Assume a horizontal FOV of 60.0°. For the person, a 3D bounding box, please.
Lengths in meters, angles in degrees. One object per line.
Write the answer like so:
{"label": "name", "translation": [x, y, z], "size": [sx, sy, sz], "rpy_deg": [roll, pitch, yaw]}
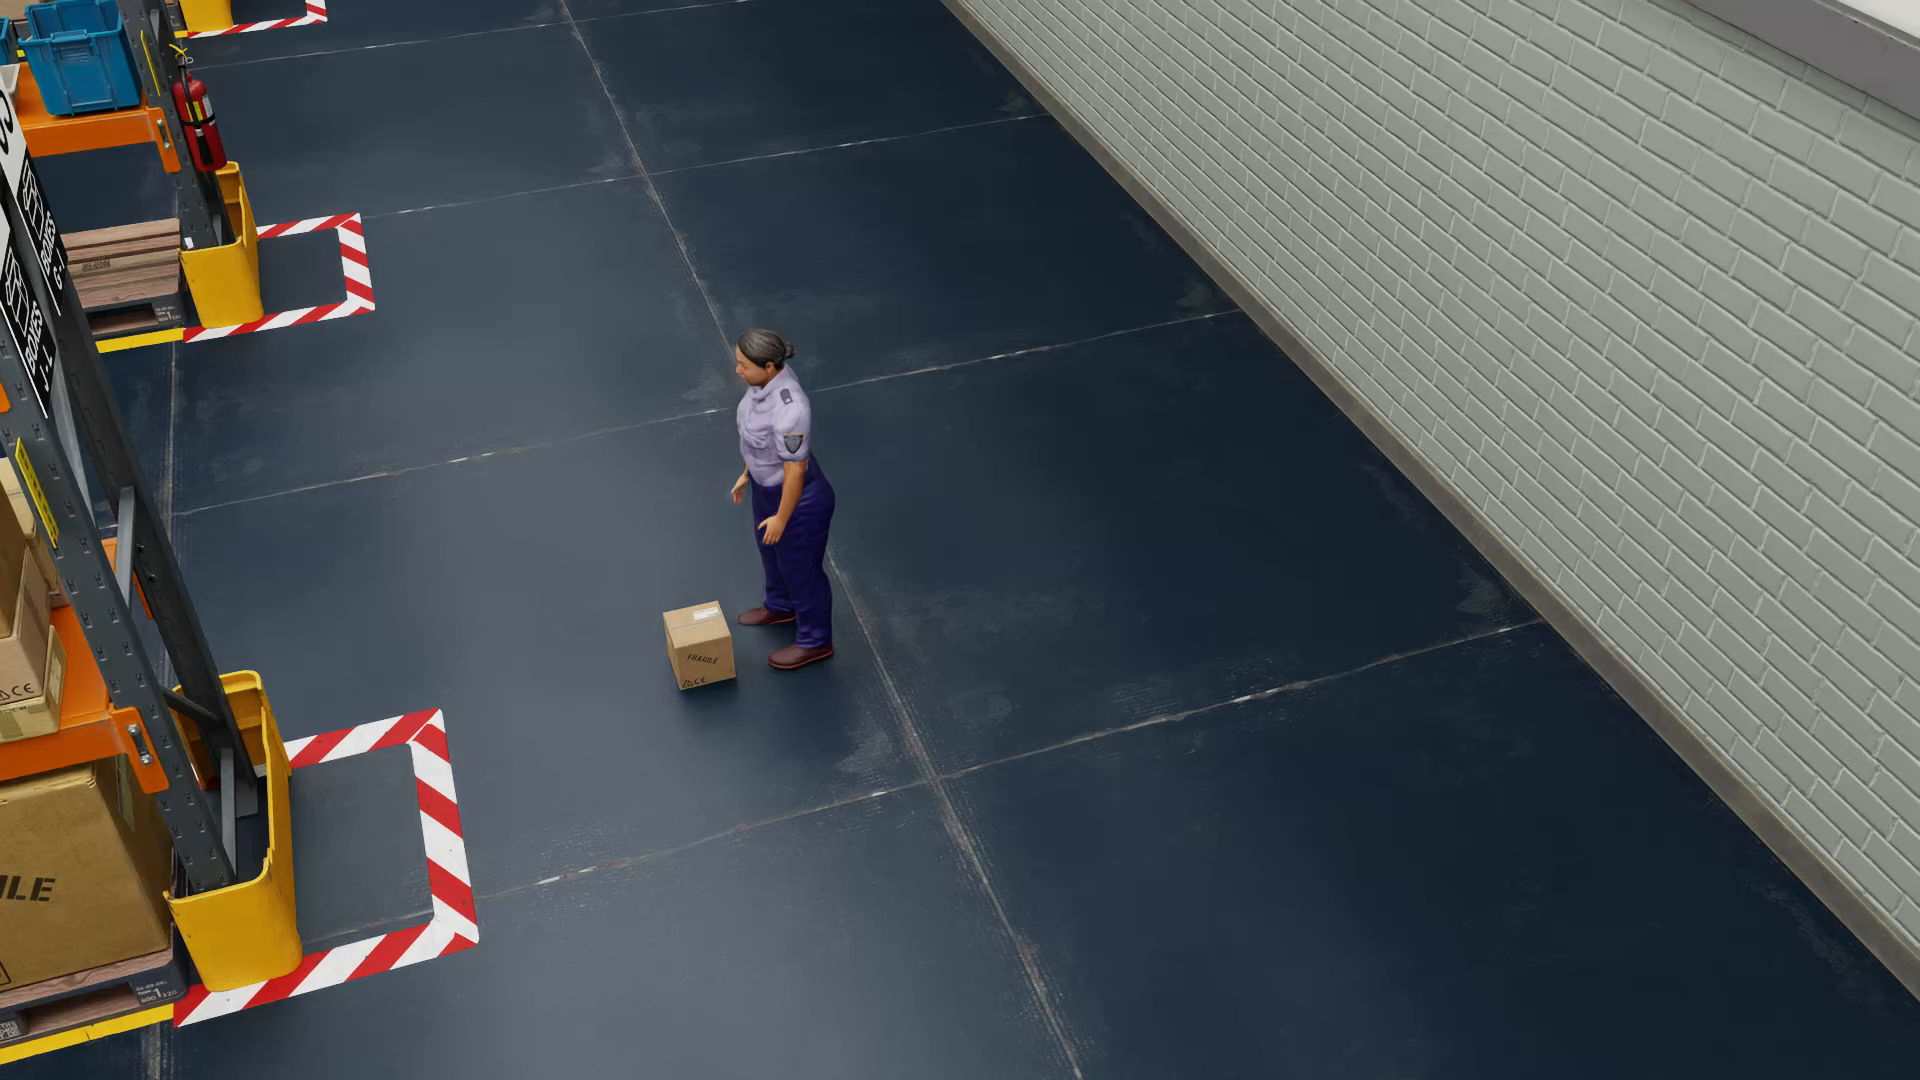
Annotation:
{"label": "person", "translation": [-0.760, -0.187, 7.045], "size": [0.411, 1.676, 0.526], "rpy_deg": [-13, 40, -16]}
